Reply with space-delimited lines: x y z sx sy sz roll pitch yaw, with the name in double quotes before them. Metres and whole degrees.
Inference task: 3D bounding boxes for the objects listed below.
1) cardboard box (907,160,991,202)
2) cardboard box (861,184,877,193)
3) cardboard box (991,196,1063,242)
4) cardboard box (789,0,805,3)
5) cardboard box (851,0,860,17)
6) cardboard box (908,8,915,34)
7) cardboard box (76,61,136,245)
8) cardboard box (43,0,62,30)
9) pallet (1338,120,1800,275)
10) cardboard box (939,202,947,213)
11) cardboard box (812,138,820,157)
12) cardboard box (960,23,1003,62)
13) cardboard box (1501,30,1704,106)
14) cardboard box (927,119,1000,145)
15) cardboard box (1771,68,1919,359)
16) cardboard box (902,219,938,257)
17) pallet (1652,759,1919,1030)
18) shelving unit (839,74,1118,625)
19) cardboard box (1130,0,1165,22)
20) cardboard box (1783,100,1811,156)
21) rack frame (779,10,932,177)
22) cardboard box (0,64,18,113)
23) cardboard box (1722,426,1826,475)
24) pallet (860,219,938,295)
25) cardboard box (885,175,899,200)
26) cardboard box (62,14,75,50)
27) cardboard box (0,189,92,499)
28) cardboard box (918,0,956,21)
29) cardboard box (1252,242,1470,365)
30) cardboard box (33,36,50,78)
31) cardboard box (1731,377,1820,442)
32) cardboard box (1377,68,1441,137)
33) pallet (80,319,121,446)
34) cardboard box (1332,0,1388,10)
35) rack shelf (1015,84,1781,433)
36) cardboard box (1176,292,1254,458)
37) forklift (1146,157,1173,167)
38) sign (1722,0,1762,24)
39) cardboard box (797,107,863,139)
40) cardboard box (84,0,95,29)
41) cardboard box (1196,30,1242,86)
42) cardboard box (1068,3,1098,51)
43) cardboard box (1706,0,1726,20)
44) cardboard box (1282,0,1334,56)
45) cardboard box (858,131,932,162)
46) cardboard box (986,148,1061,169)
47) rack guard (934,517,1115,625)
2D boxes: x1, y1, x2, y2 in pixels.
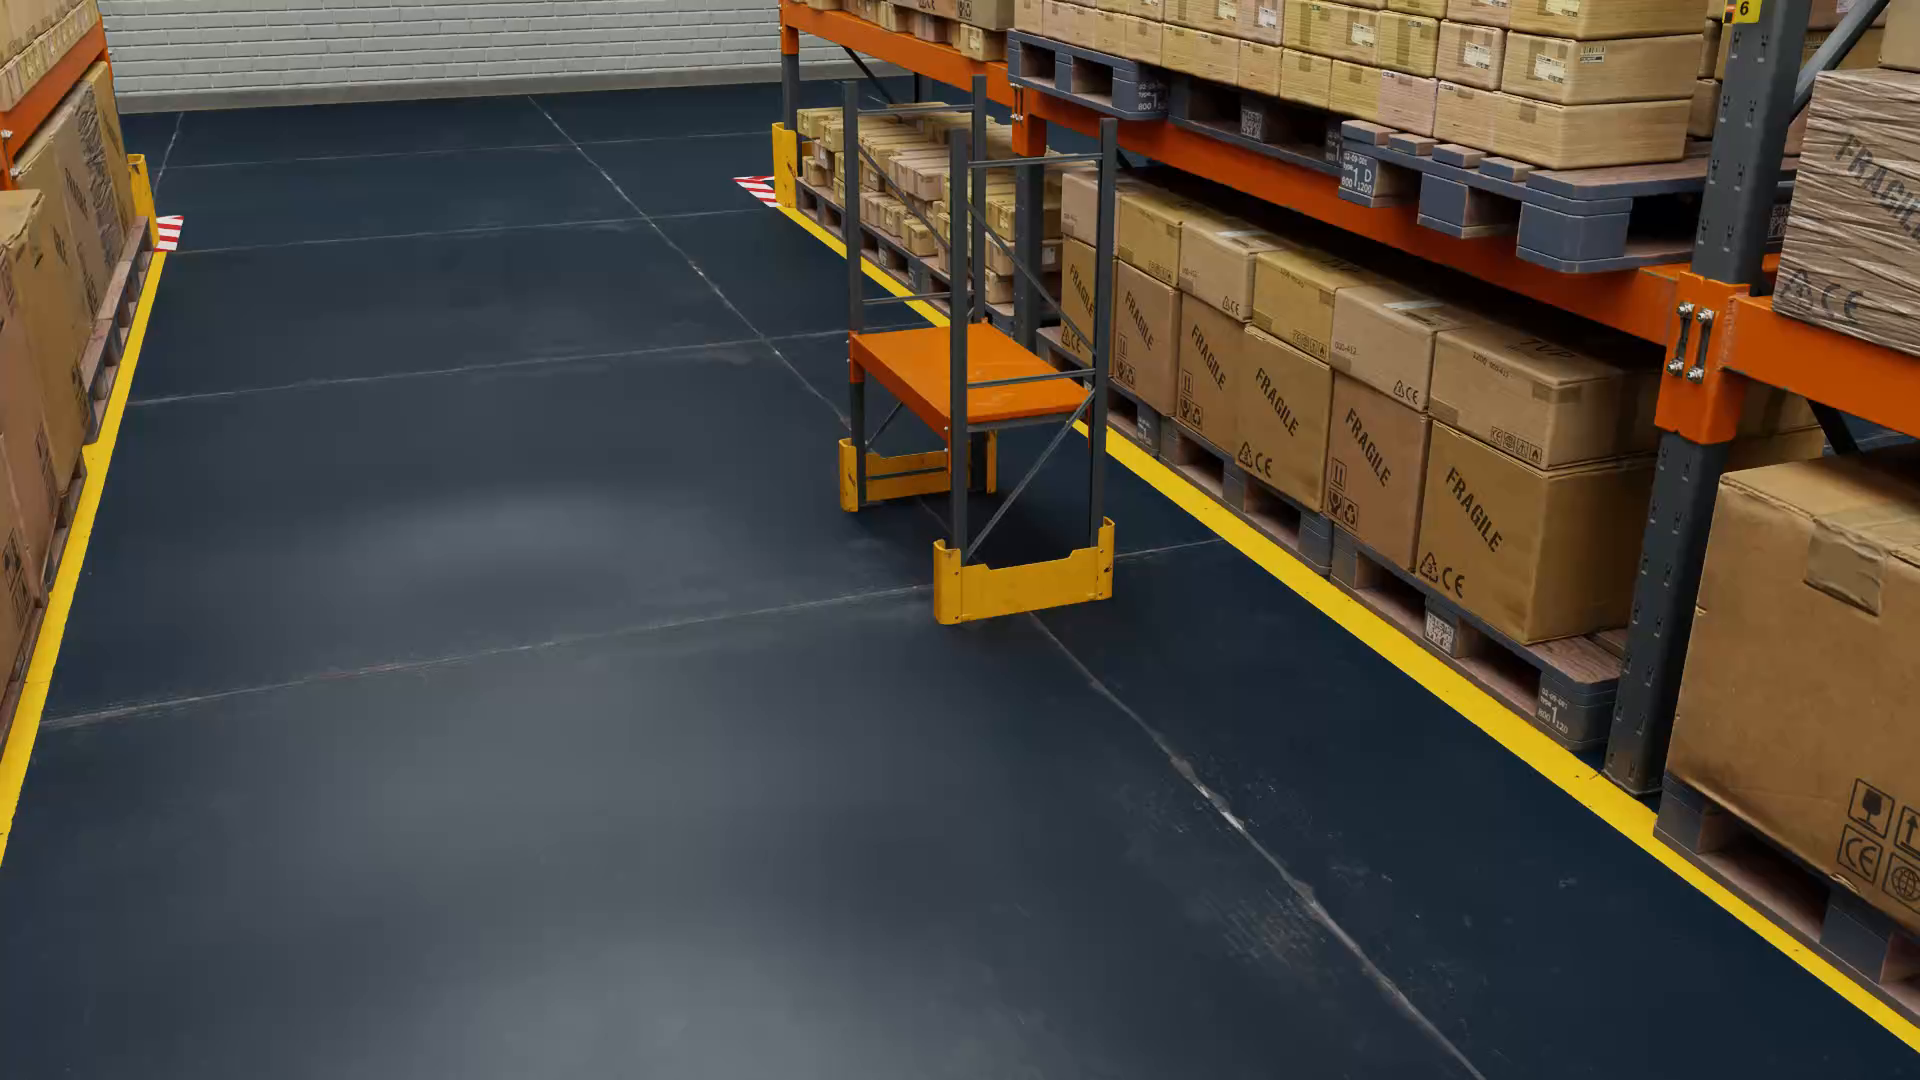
"cardboard box" -0.057 -1.887 8.729 0.380 0.149 0.250 -10 25 -22
"cardboard box" -0.362 -2.010 9.787 0.380 0.149 0.250 -8 24 -19
"cardboard box" 0.366 -1.519 7.857 0.380 0.149 0.250 -8 24 -17
"cardboard box" -0.870 -3.447 10.389 0.380 0.149 0.250 -9 24 -19
"cardboard box" -0.404 -3.078 9.514 0.380 0.149 0.250 -9 24 -20
"cardboard box" -0.048 -2.703 8.625 0.380 0.149 0.250 -9 24 -20
"cardboard box" -5.053 -2.074 9.005 0.875 0.875 0.875 -8 24 -19
"cardboard box" -4.388 -2.452 7.515 0.500 0.250 0.500 -8 24 -19
"pallet" 1.797 -0.974 4.447 1.213 0.211 1.003 -8 24 -19
"cardboard box" 0.111 -1.656 8.563 0.380 0.149 0.250 -8 24 -19
"cardboard box" -0.733 -2.517 10.606 0.380 0.149 0.250 -7 24 -17
"cardboard box" 0.222 -2.306 7.684 0.380 0.149 0.250 -9 24 -20
"cardboard box" 1.548 -1.150 4.017 0.380 0.149 0.250 -8 24 -18
"cardboard box" 0.024 -2.443 10.048 0.380 0.149 0.250 -9 25 -21
"cardboard box" 2.054 -0.664 3.336 0.500 0.500 0.500 -8 24 -18
"cardboard box" -0.088 -1.624 8.870 0.380 0.149 0.250 -8 24 -19
"pallet" 2.356 0.763 3.667 1.003 0.211 1.213 -8 24 -19
"shelving unit" 0.027 -0.663 5.393 0.587 1.500 1.083 -8 24 -19
"cardboard box" 0.819 -1.901 5.798 0.380 0.149 0.250 -7 24 -17
"cardboard box" 2.179 -1.087 4.249 0.380 0.149 0.250 -9 24 -20
"rack frame" -0.678 -3.725 10.727 1.000 3.000 0.127 -8 24 -19
"cardboard box" -3.734 -1.665 6.163 0.380 0.149 0.250 -8 24 -19
"cardboard box" 2.137 -0.152 4.927 0.500 0.500 0.500 -9 25 -21
"pallet" 0.030 -1.670 9.441 1.003 0.211 1.213 -8 24 -19
"cardboard box" -0.213 -2.048 9.494 0.380 0.149 0.250 -7 24 -16
"cardboard box" -4.465 -2.416 7.945 0.380 0.149 0.250 -8 24 -19
"cardboard box" -3.696 -0.613 5.537 1.225 0.875 0.875 -8 24 -19
"cardboard box" 0.118 -2.781 7.974 0.500 0.500 0.500 -9 24 -20
"cardboard box" 1.308 -0.787 5.468 0.500 0.250 0.500 -8 24 -18
"cardboard box" -4.105 -2.045 7.063 0.380 0.149 0.250 -9 24 -20
"cardboard box" 2.131 -0.490 4.762 0.500 0.250 0.500 -9 25 -21
"cardboard box" 1.367 -1.196 4.509 0.380 0.149 0.250 -8 24 -18
"pallet" -4.136 -0.630 6.973 1.003 0.211 1.213 -8 24 -19
"cardboard box" 1.269 -1.569 4.627 0.380 0.149 0.250 -8 24 -17
"rack shelf" 1.442 -1.214 5.694 1.077 0.370 4.000 -8 24 -19
"cardboard box" 1.134 -0.628 6.056 0.500 0.500 0.500 -8 24 -18
"forklift" 2.167 -2.803 8.627 1.130 2.935 3.031 -10 25 -22
"sign" 1.644 -1.238 3.436 0.100 0.325 0.005 -8 24 -19
"cardboard box" -0.811 -2.642 10.521 0.380 0.149 0.250 -10 25 -21
"cardboard box" -4.826 -2.787 8.825 0.380 0.149 0.250 -8 24 -18
"cardboard box" 0.996 -1.578 5.414 0.380 0.149 0.250 -10 25 -21
"cardboard box" 0.632 -1.952 6.302 0.380 0.149 0.250 -8 24 -19
"cardboard box" 2.069 -1.462 4.374 0.380 0.149 0.250 -9 24 -20
"cardboard box" 1.183 -1.524 4.904 0.380 0.149 0.250 -9 24 -19
"cardboard box" -0.377 -2.269 9.635 0.380 0.149 0.250 -7 24 -17
"cardboard box" 0.330 -2.056 9.129 0.380 0.149 0.250 -9 25 -21
"rack guard" 0.203 0.093 5.206 0.587 0.250 0.087 -8 24 -19
